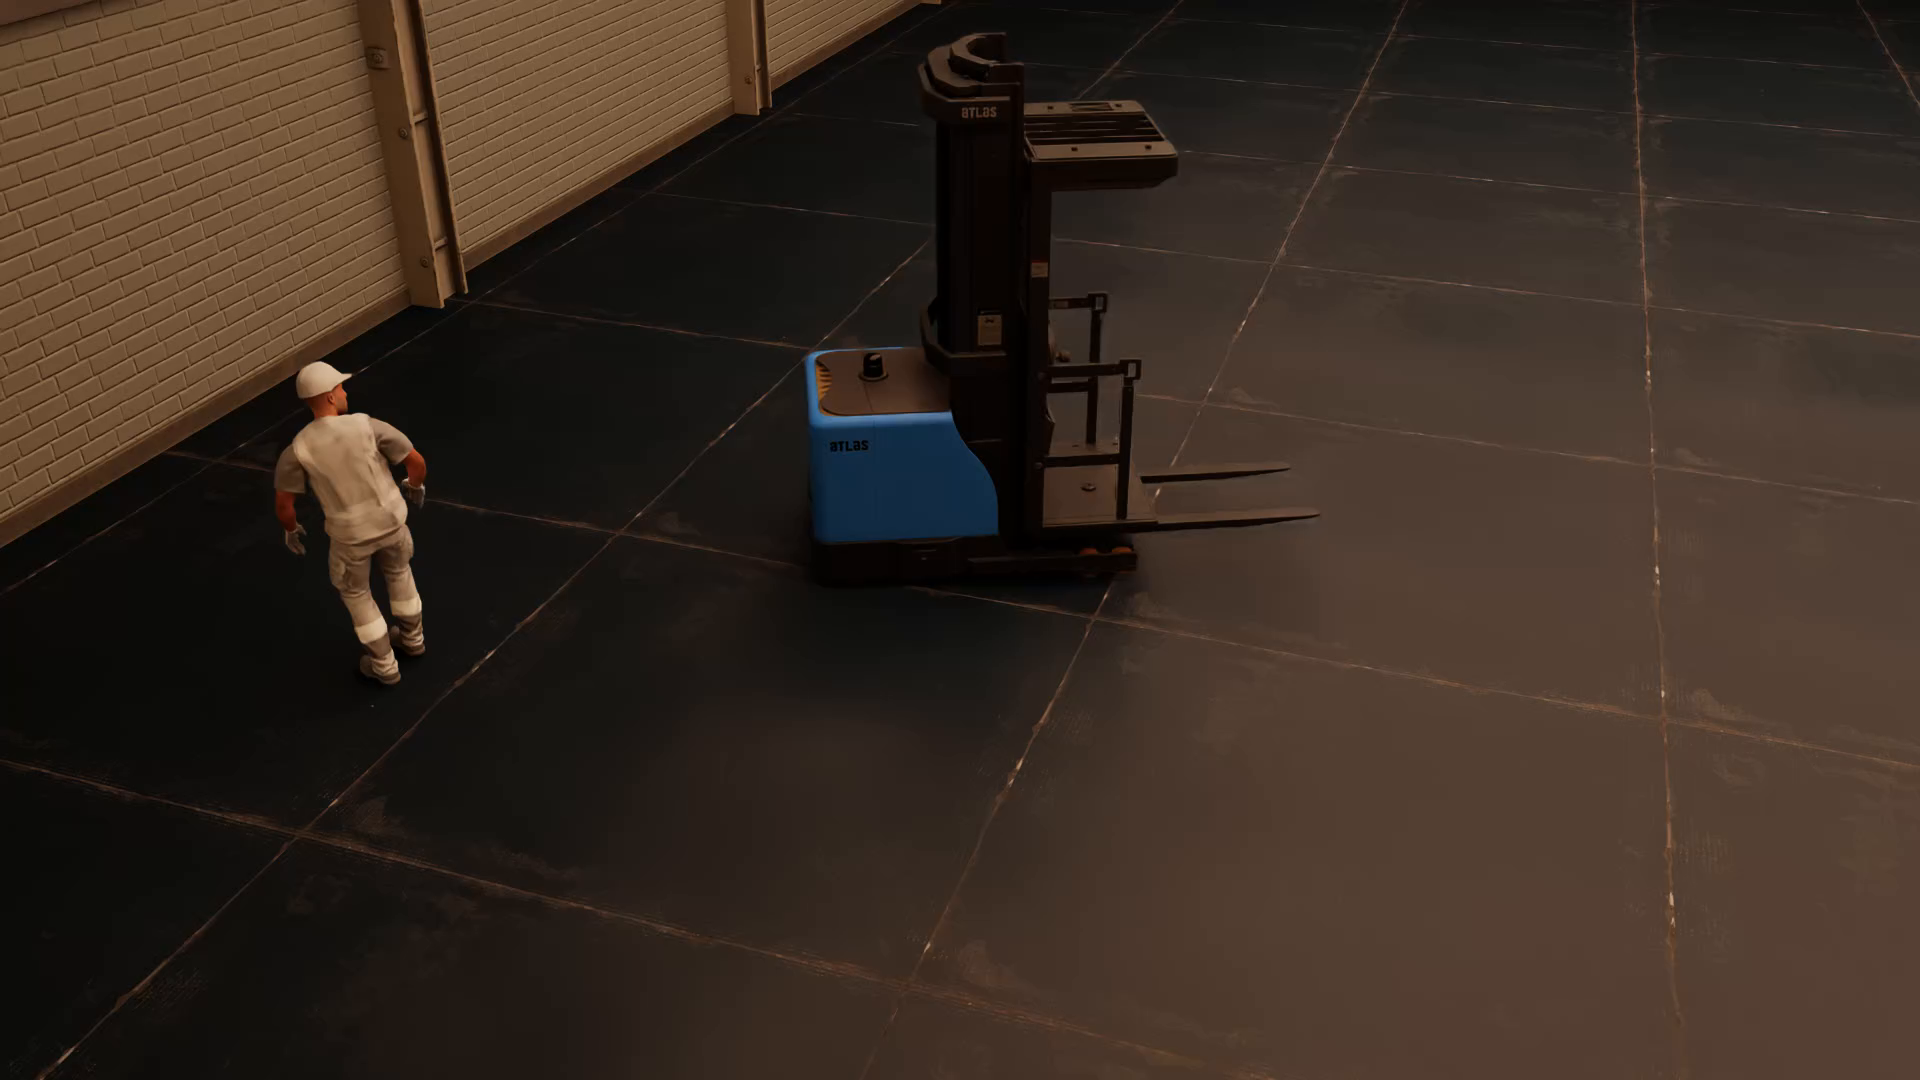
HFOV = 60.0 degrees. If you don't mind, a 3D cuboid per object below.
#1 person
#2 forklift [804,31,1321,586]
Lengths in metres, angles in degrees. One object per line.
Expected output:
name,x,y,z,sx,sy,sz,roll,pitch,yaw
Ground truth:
person,-3.088,-0.097,8.493,0.749,1.757,0.505,-19,35,-30
forklift,0.611,-1.314,9.442,3.031,2.935,1.130,-3,30,-6
